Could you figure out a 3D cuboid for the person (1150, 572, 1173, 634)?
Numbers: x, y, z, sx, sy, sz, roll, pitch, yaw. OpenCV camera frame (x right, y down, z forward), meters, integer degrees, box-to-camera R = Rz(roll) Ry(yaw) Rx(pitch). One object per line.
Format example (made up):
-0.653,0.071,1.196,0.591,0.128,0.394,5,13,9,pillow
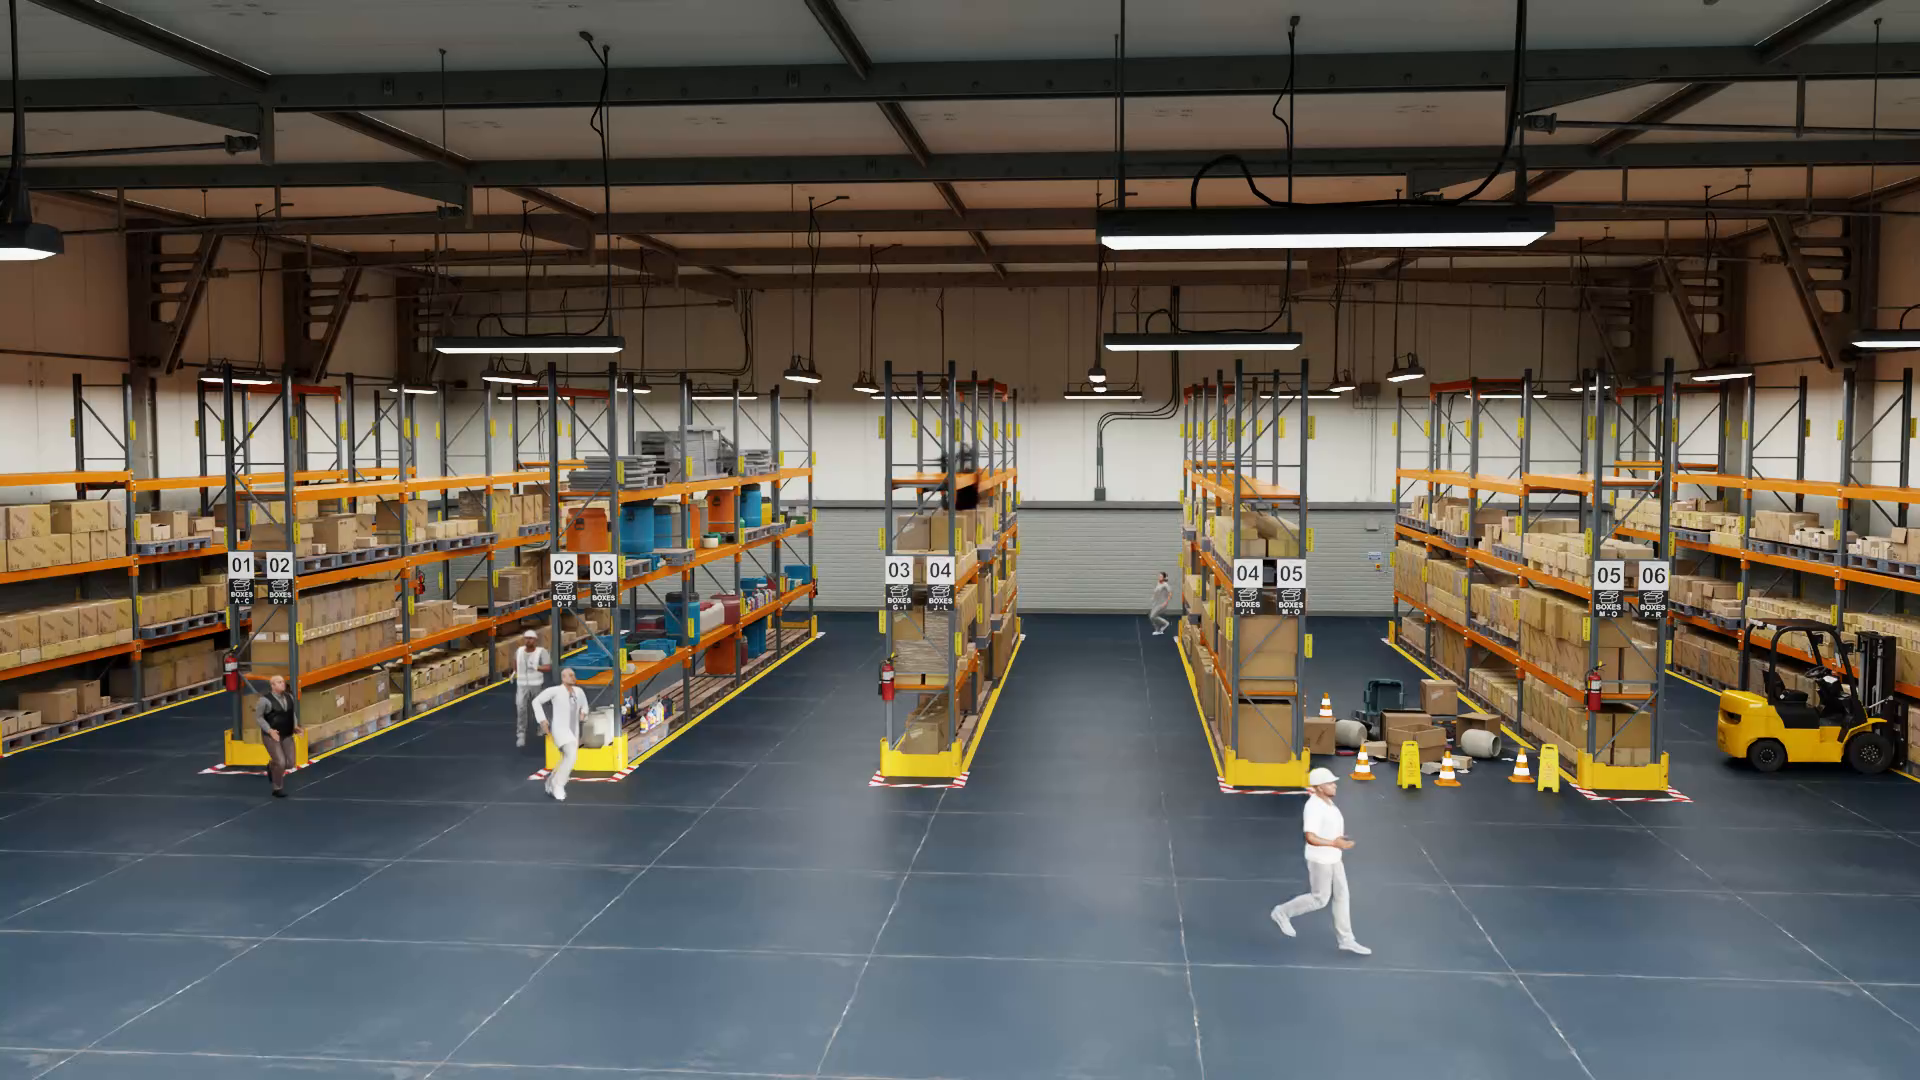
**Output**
4.906,1.565,40.646,0.536,1.578,0.692,-1,4,-20,person

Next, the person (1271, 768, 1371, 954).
3.474,3.062,15.960,0.956,1.762,0.700,2,4,28,person

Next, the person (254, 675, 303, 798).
-9.387,2.677,22.802,0.619,1.670,0.644,2,4,30,person

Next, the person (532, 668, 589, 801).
-5.388,2.641,22.726,0.668,1.770,0.714,2,4,31,person

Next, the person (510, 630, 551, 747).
-6.872,2.335,26.612,0.675,1.801,0.941,0,4,0,person
